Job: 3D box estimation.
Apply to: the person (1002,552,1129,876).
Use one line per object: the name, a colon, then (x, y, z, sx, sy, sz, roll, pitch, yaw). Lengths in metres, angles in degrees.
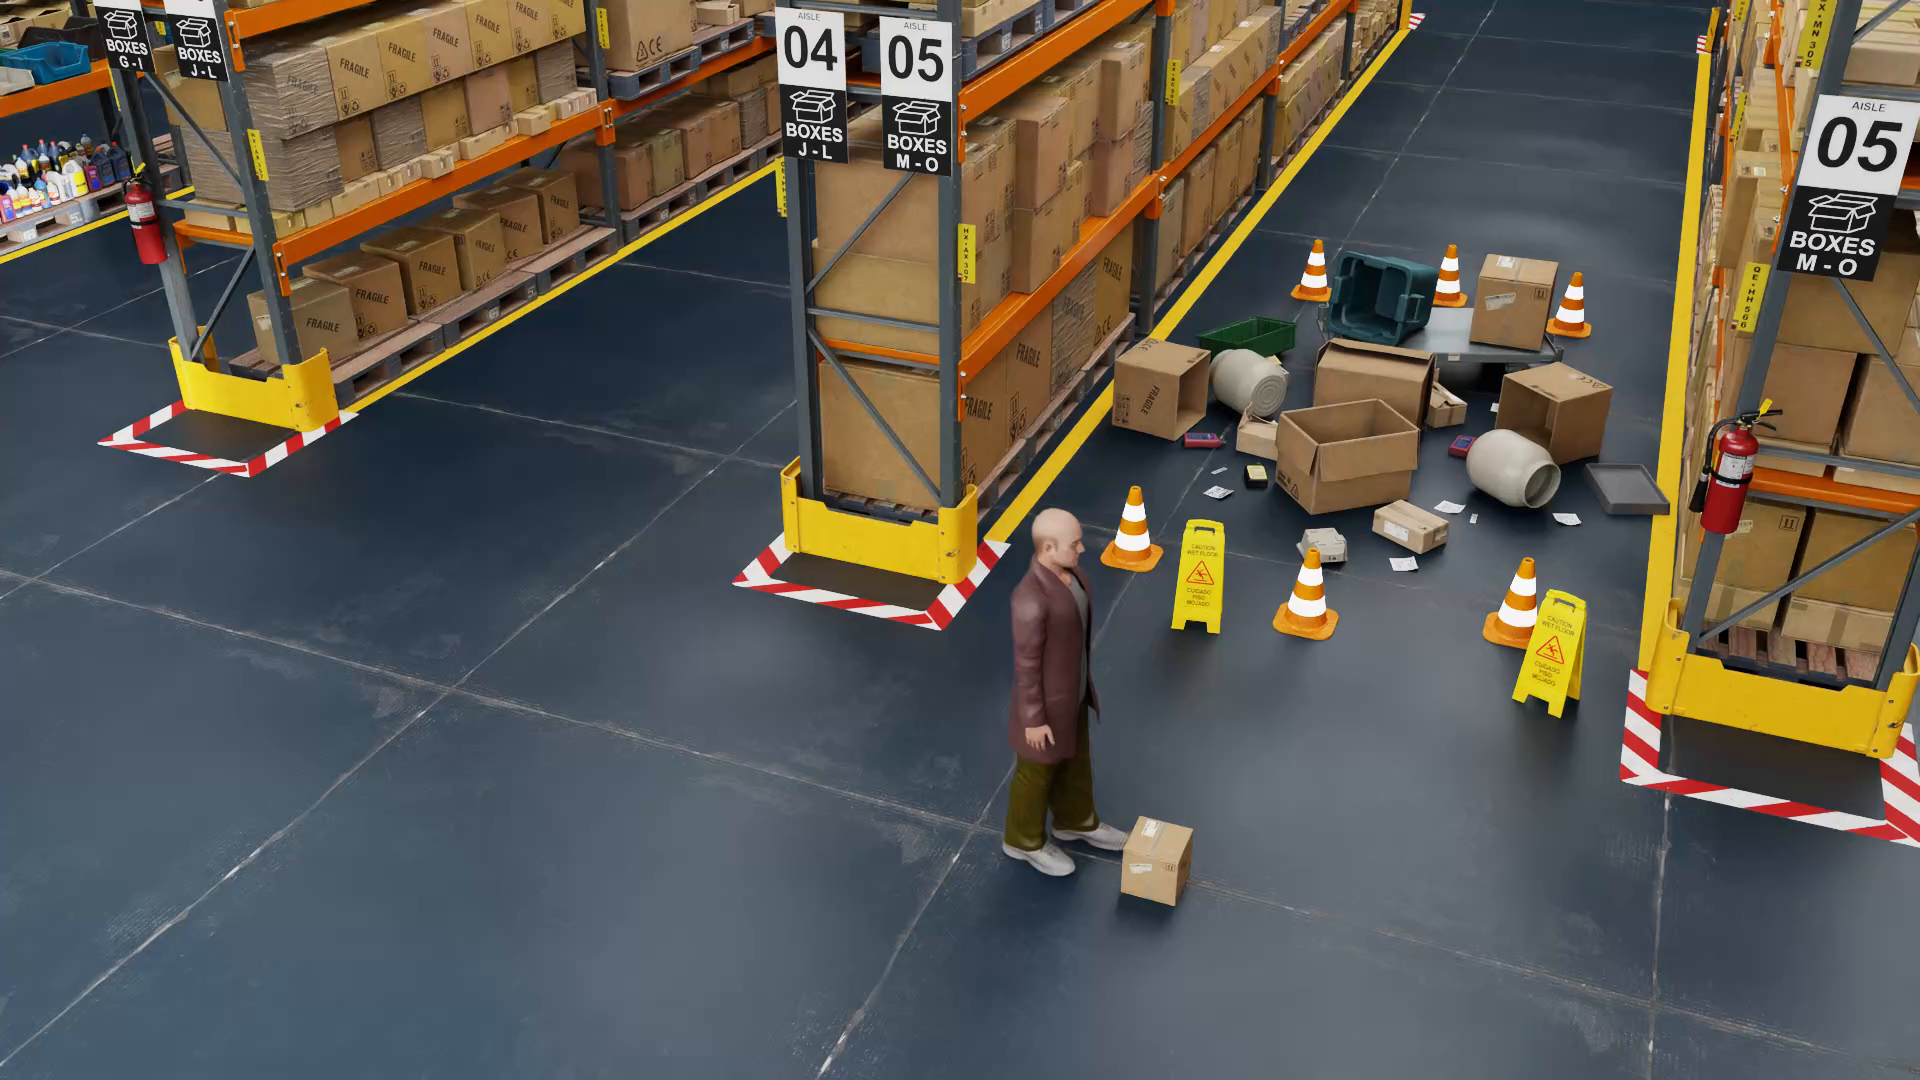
person: (0.468, 0.765, 7.249, 0.544, 1.581, 0.611, 11, 31, 19)
